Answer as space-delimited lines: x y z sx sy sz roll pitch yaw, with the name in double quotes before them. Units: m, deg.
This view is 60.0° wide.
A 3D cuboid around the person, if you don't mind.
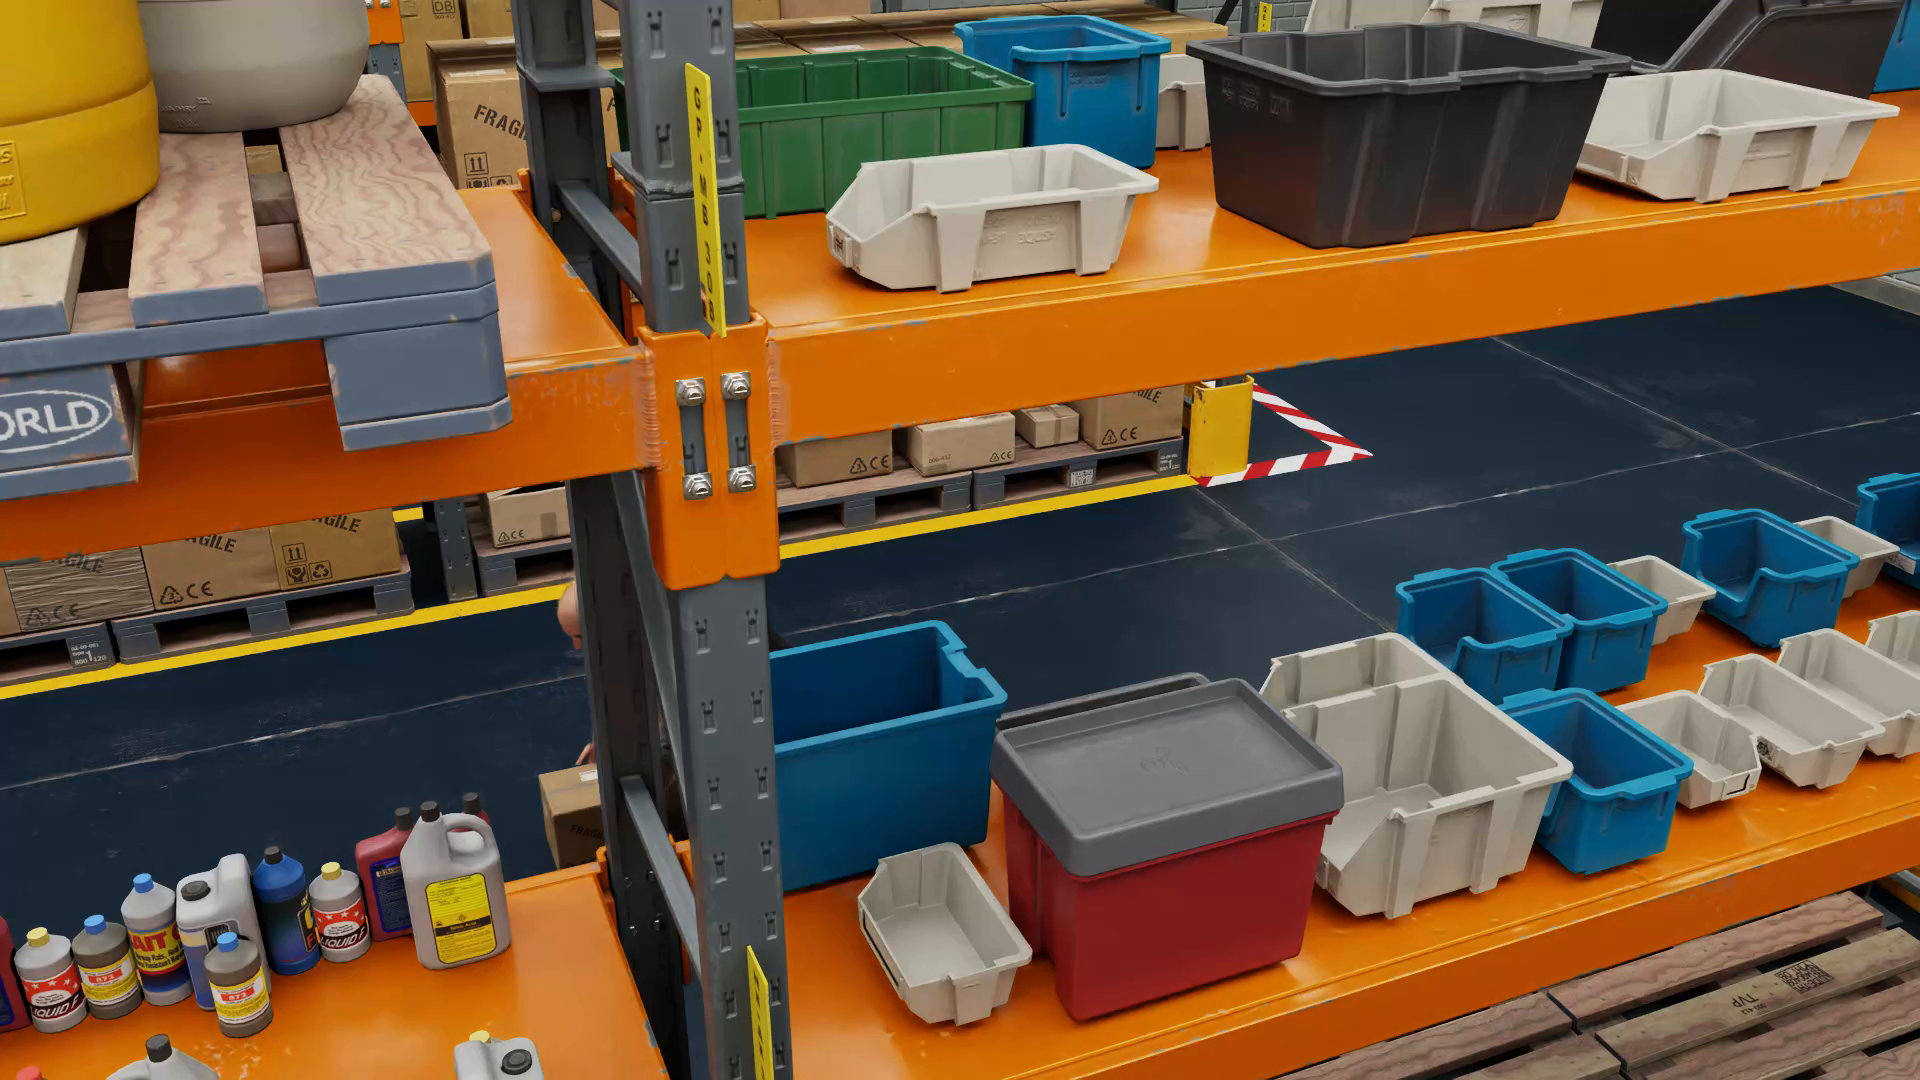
"person" -0.872 0.613 5.469 0.797 1.205 0.579 -10 28 -21
